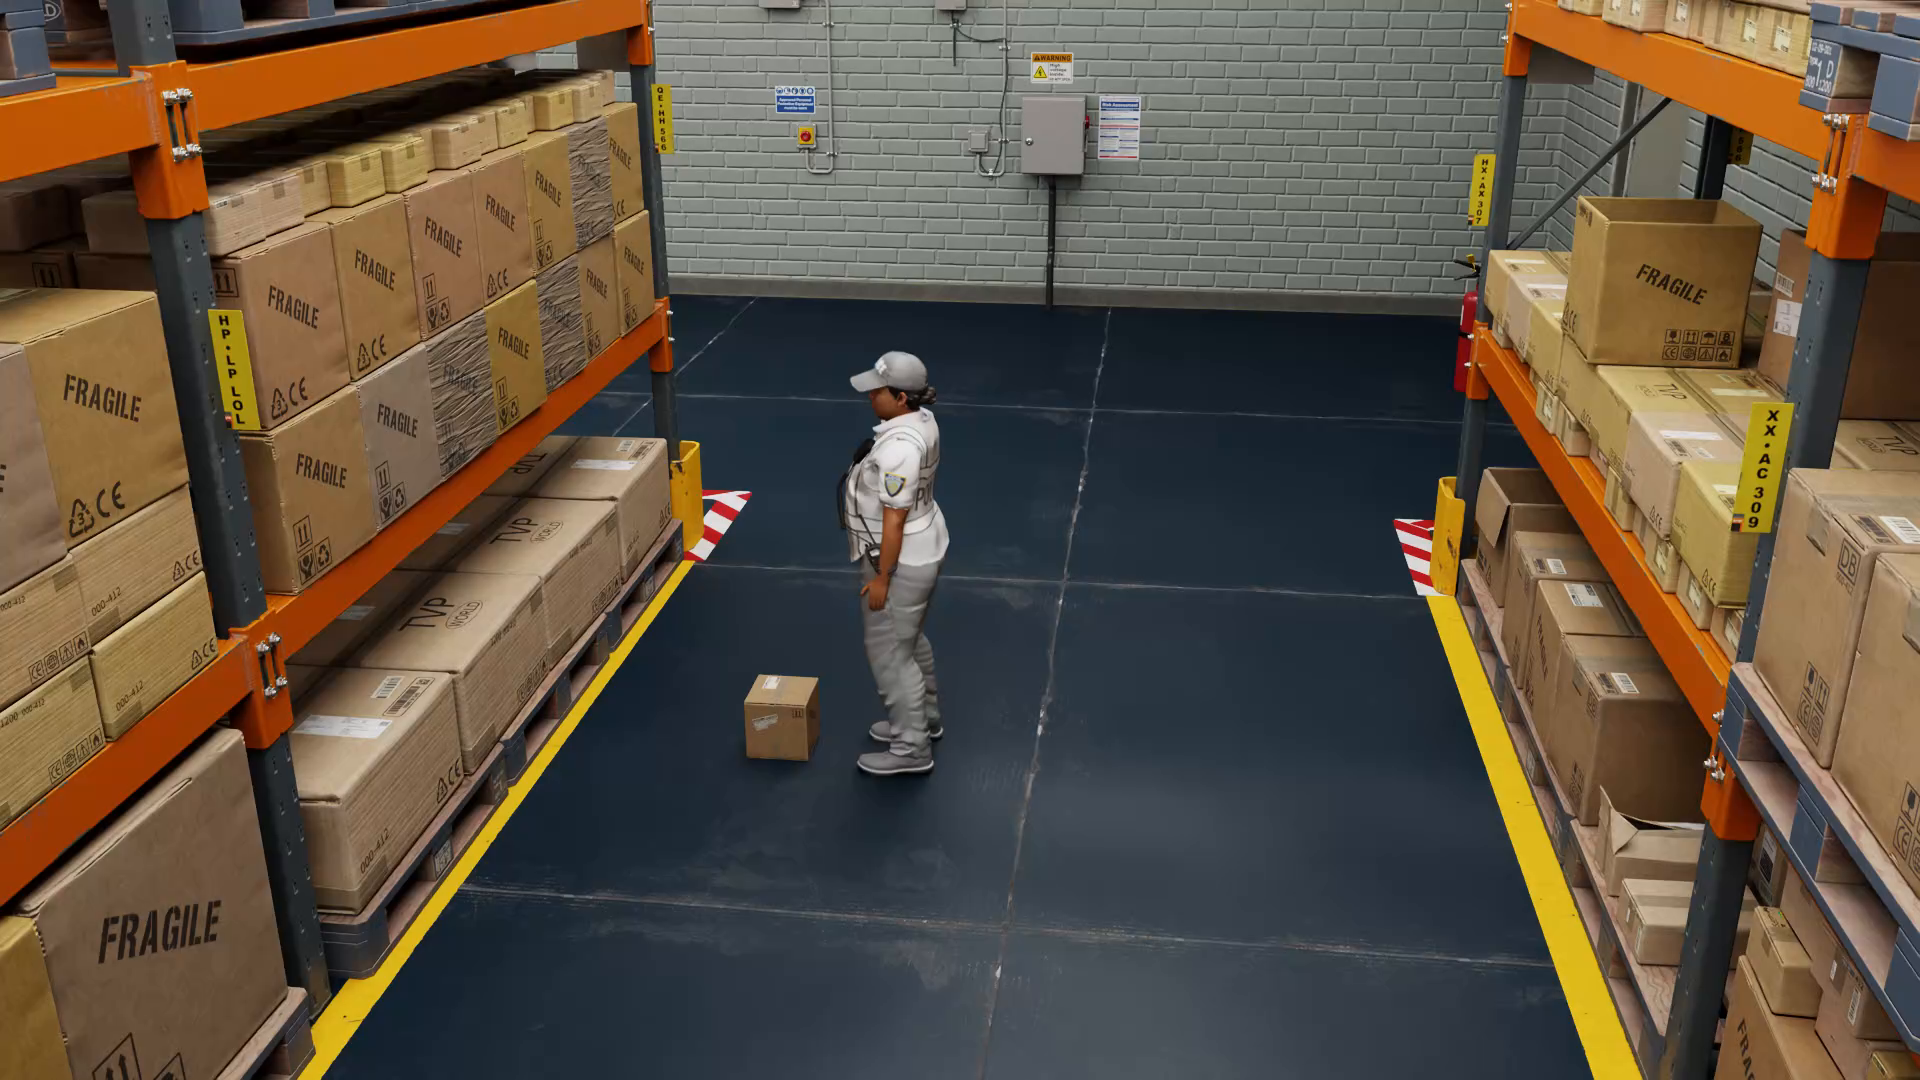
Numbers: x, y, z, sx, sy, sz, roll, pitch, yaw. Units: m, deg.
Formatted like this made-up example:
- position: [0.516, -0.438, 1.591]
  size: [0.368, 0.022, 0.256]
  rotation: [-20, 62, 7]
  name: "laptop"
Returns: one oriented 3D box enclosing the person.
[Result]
- position: [-0.245, 0.089, 6.366]
  size: [0.391, 1.662, 0.469]
  rotation: [3, 22, 8]
  name: "person"
